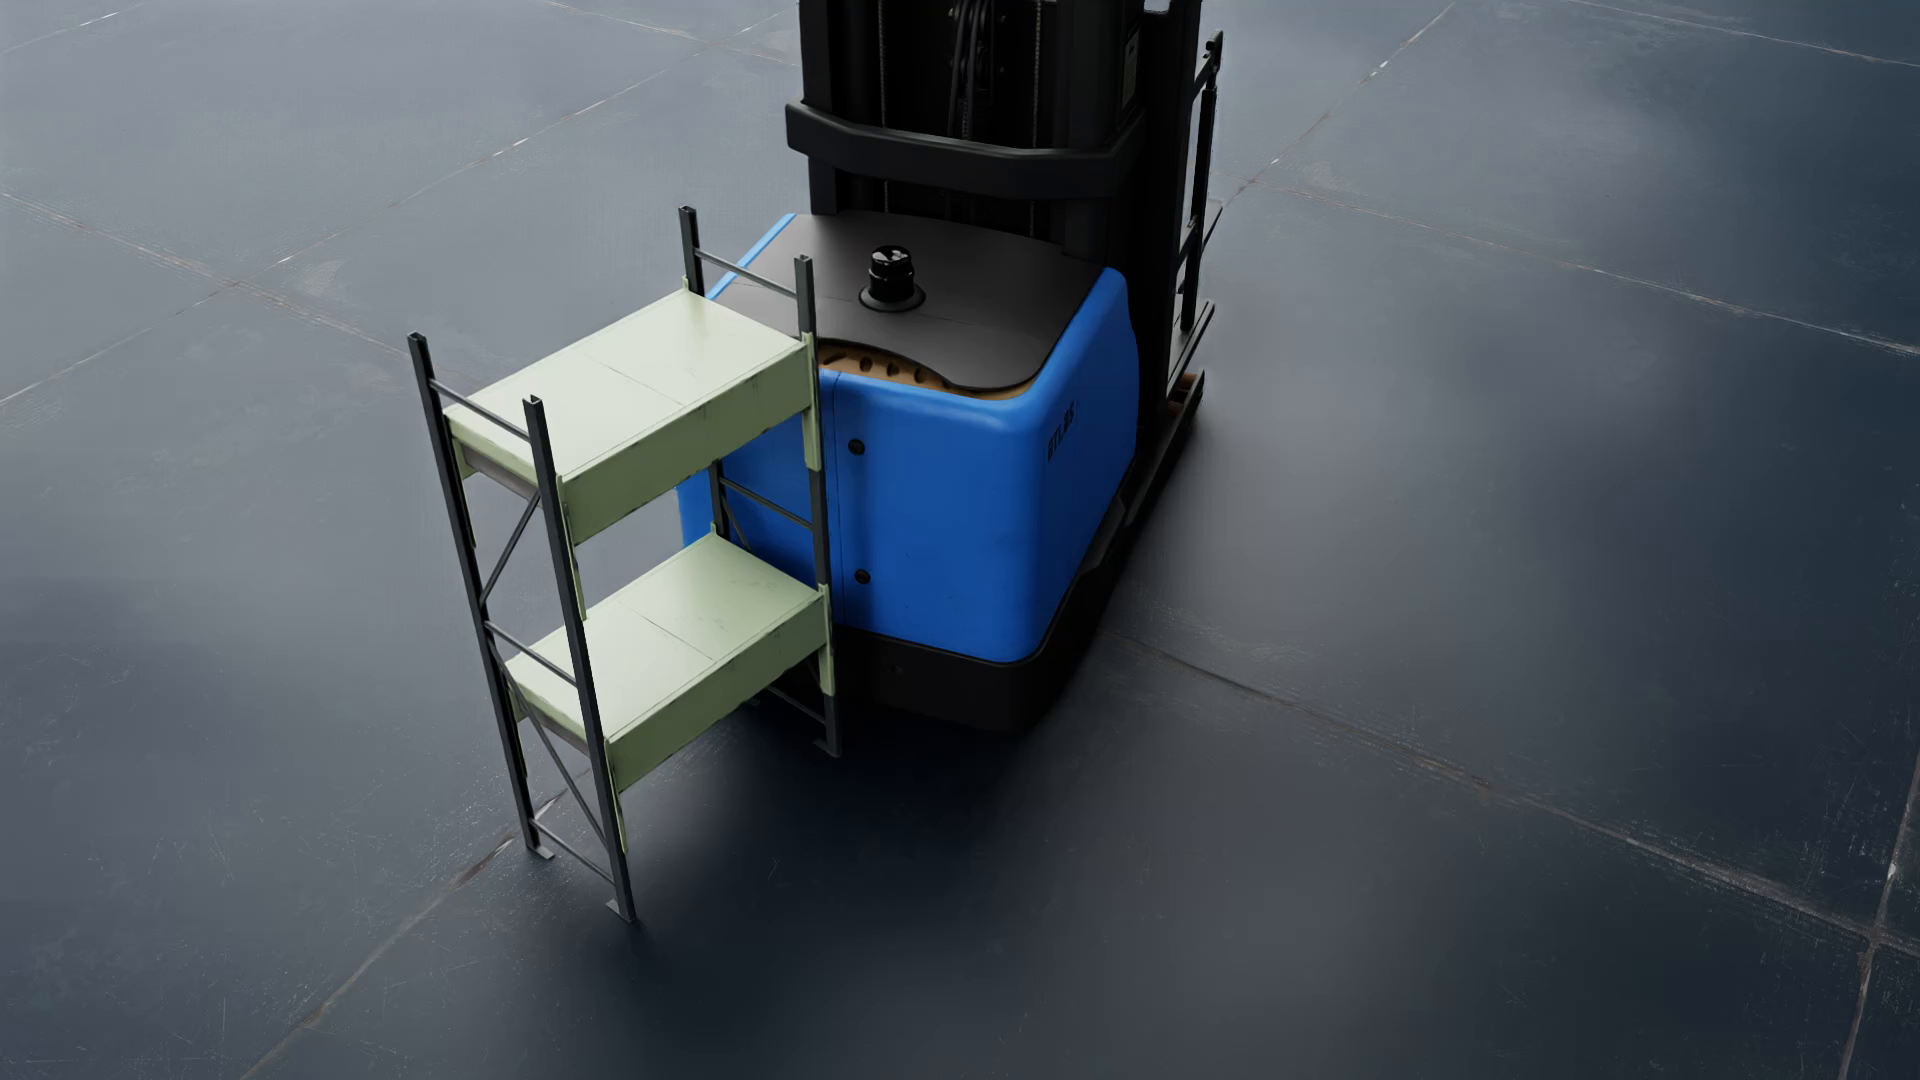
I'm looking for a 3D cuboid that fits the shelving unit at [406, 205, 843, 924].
[{"bbox_3d":[-0.713,0.085,3.911,0.431,1.500,0.755,27,45,31],"label":"shelving unit"}]

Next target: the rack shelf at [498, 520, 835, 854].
[{"bbox_3d":[-0.713,0.343,4.110,0.431,0.370,0.720,27,45,31],"label":"rack shelf"}]

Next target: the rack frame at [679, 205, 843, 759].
[{"bbox_3d":[-0.478,-0.086,4.134,0.400,1.500,0.023,27,45,31],"label":"rack frame"}]

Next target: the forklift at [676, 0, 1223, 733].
[{"bbox_3d":[0.210,-1.546,4.855,1.130,2.935,3.031,13,39,16],"label":"forklift"}]

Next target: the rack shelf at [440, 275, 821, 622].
[{"bbox_3d":[-0.713,-0.224,3.673,0.431,0.370,0.720,27,45,31],"label":"rack shelf"}]

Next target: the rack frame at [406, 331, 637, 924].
[{"bbox_3d":[-0.948,0.257,3.689,0.400,1.500,0.023,27,45,31],"label":"rack frame"}]
